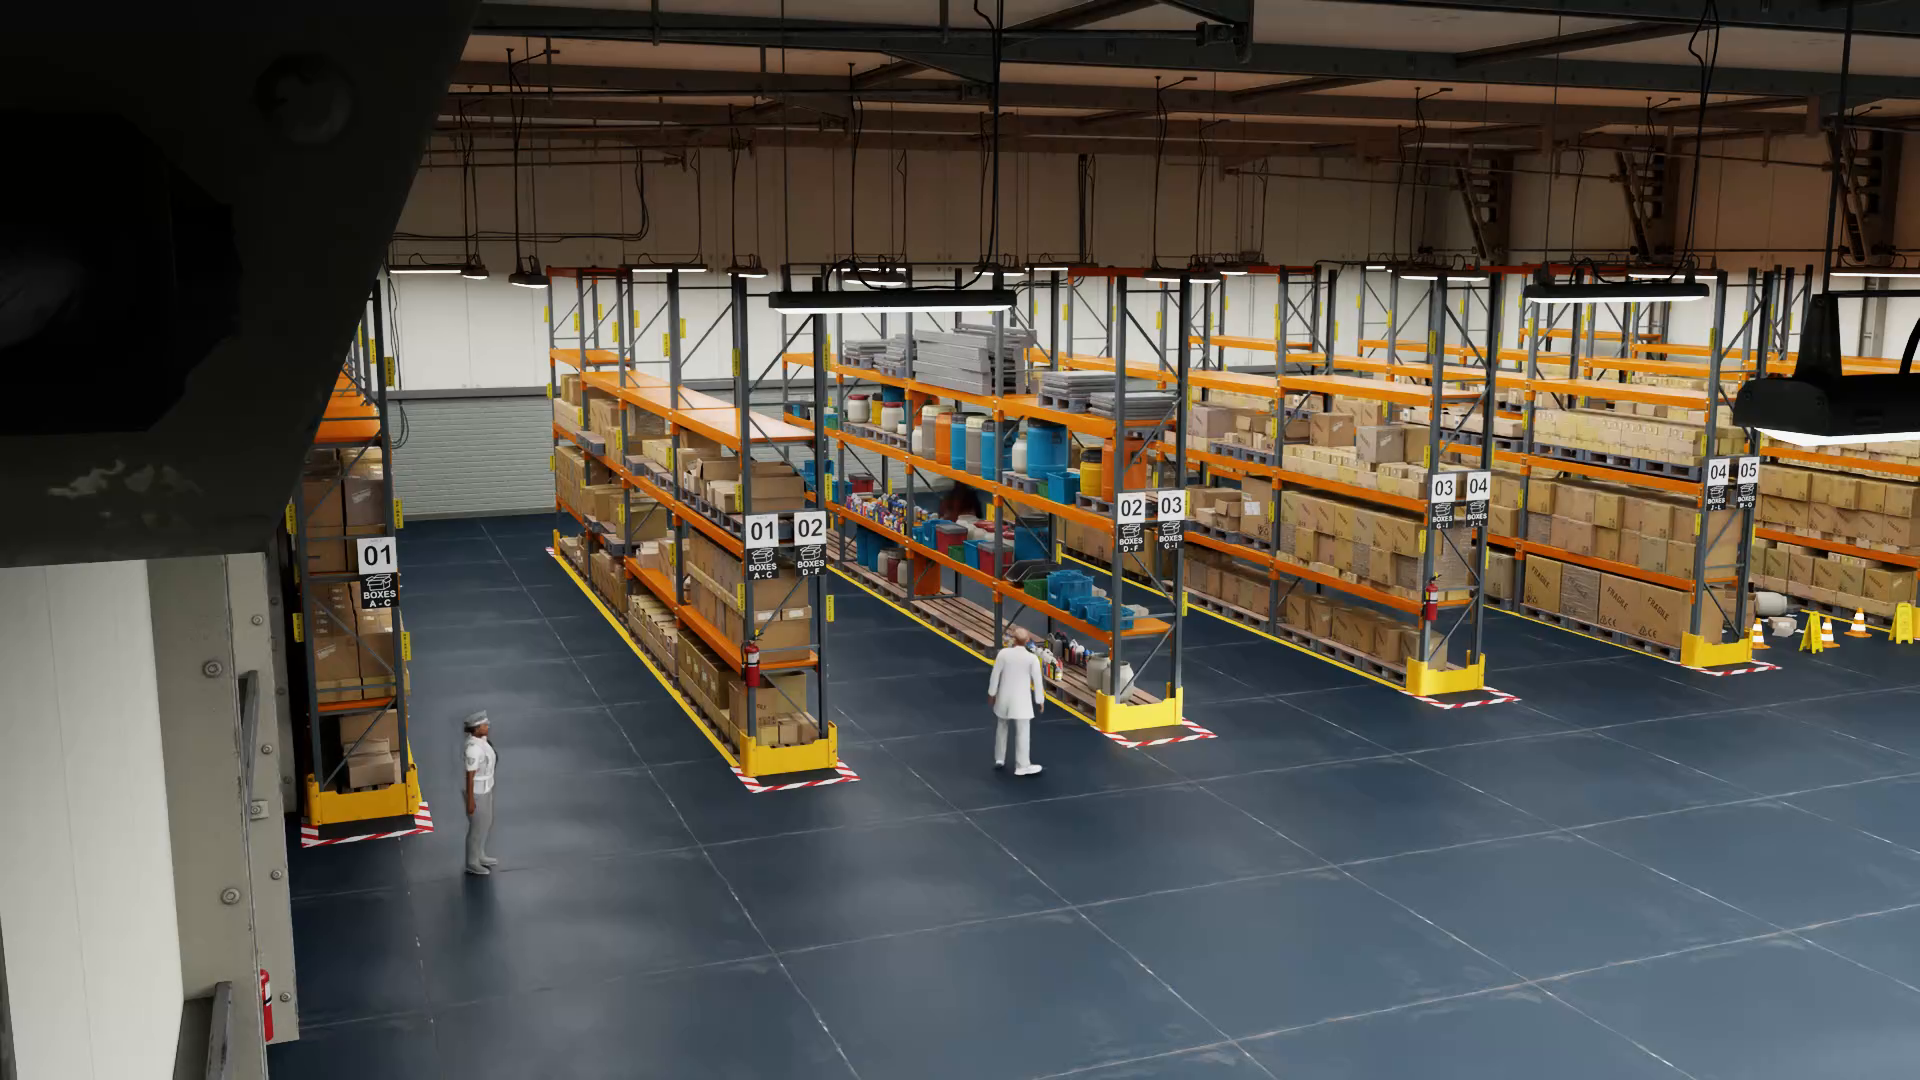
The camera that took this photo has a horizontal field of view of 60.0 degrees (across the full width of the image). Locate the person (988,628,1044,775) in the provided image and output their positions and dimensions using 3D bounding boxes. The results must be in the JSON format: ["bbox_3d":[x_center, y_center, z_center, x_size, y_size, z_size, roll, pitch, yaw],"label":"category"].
[{"bbox_3d":[0.675,1.973,20.327,0.689,1.832,0.528,5,11,27],"label":"person"}]

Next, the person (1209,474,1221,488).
[{"bbox_3d":[6.305,-1.752,41.920,0.755,1.619,0.477,-6,12,-32],"label":"person"}]

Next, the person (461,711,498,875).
[{"bbox_3d":[-4.934,2.575,17.068,0.358,1.691,0.563,-1,10,-5],"label":"person"}]
